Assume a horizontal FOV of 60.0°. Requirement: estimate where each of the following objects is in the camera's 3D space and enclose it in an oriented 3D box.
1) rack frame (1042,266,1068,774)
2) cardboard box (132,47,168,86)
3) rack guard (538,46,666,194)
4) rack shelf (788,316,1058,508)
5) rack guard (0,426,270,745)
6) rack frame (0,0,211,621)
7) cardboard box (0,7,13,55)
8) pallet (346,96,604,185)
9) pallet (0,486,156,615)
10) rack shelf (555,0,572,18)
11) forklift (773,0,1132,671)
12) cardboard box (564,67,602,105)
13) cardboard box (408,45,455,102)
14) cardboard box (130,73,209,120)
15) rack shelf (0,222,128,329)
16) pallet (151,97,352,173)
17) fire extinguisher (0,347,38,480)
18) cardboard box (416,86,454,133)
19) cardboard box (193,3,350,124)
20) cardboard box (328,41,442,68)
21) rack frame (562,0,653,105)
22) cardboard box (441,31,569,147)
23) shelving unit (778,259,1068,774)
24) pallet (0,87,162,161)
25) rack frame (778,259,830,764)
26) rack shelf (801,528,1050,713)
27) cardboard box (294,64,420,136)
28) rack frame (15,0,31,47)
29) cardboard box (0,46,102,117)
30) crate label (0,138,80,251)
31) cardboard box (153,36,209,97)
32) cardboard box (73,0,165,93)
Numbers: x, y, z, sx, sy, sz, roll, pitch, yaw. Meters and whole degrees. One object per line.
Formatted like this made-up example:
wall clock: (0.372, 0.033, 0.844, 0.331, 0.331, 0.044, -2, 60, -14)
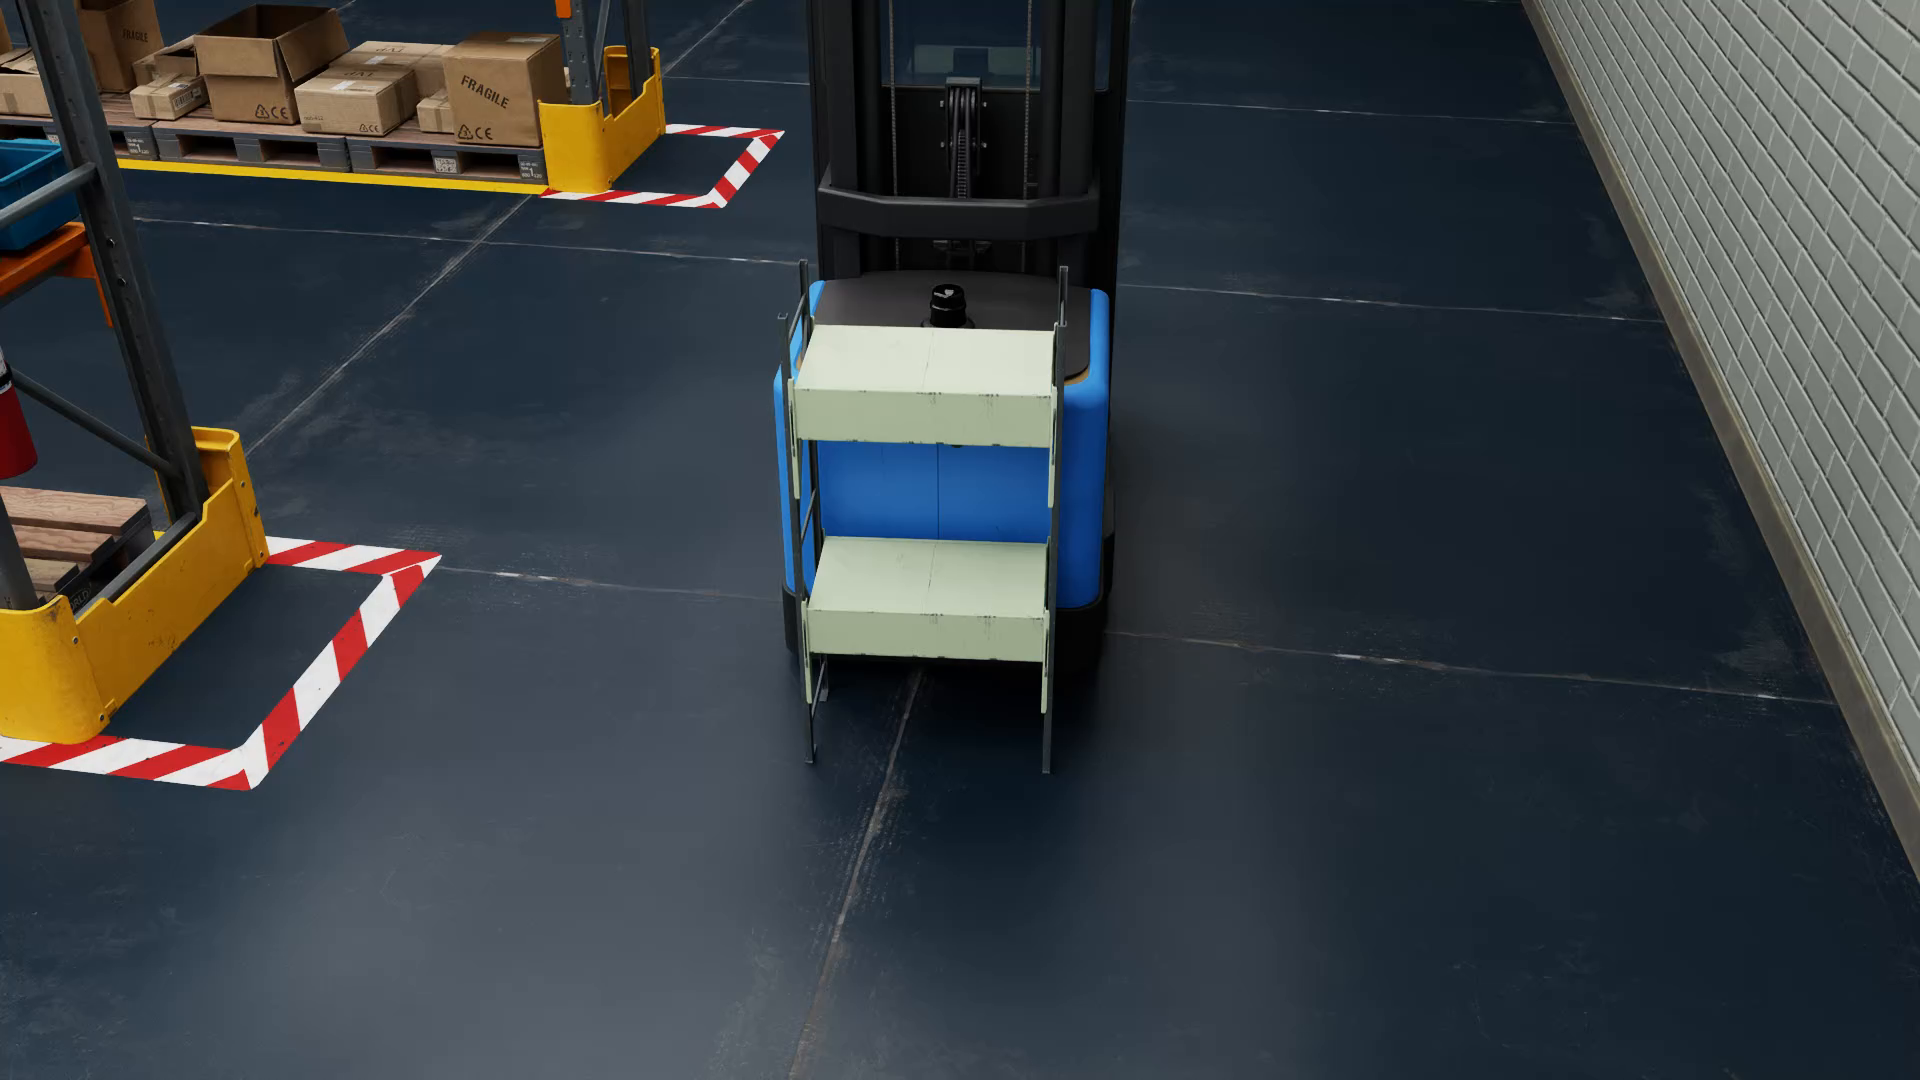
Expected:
rack frame: (0.277, -0.023, 4.874, 0.023, 1.500, 0.400, 2, 32, 3)
cardboard box: (-4.954, -2.960, 10.424, 0.250, 0.149, 0.380, 5, 32, 8)
rack guard: (-2.075, -2.477, 9.736, 0.348, 0.500, 1.175, 5, 32, 8)
rack shelf: (-0.088, -0.367, 4.687, 0.720, 0.370, 0.431, 2, 32, 3)
rack guard: (-2.811, 0.116, 5.594, 0.348, 0.500, 1.175, 5, 32, 8)
rack frame: (-2.837, -0.939, 4.924, 0.127, 3.000, 1.000, 5, 32, 8)
cardboard box: (-6.379, -3.184, 10.451, 0.500, 0.500, 0.500, 4, 32, 6)
pallet: (-2.861, -2.425, 9.925, 1.213, 0.211, 1.003, 5, 32, 8)
pallet: (-3.643, 0.149, 5.813, 1.213, 0.211, 1.003, 5, 32, 8)
rack shelf: (-3.971, -3.403, 9.538, 4.000, 0.370, 1.077, 5, 32, 8)
forklift: (0.047, -1.572, 5.999, 1.130, 2.935, 3.031, 2, 32, 4)
cardboard box: (-2.355, -2.725, 10.048, 0.250, 0.149, 0.380, 5, 32, 8)
cardboard box: (-2.981, -2.792, 10.061, 0.500, 0.250, 0.500, 5, 32, 8)
cardboard box: (-4.711, -2.650, 9.912, 0.250, 0.166, 0.380, 5, 32, 8)
rack shelf: (-4.808, -0.813, 5.400, 4.000, 0.370, 1.077, 5, 32, 8)
pallet: (-4.060, -2.535, 10.101, 1.213, 0.211, 1.003, 5, 32, 8)
fire extinguisher: (-2.765, -0.497, 4.642, 0.183, 0.674, 0.296, 5, 32, 8)
cardboard box: (-2.961, -2.518, 9.702, 0.250, 0.166, 0.380, 5, 32, 8)
cardboard box: (-4.090, -2.850, 9.914, 0.637, 0.503, 0.797, 5, 32, 8)
cardboard box: (-3.474, -2.837, 10.132, 0.500, 0.250, 0.500, 5, 32, 8)
rack frame: (-2.000, -3.530, 9.062, 0.127, 3.000, 1.000, 5, 32, 8)
cardboard box: (-2.577, -2.576, 9.480, 0.500, 0.500, 0.500, 5, 32, 8)
shelving unit: (-0.088, -0.036, 4.894, 0.755, 1.500, 0.431, 2, 32, 3)
pallet: (-5.266, -2.643, 10.273, 1.213, 0.211, 1.003, 5, 32, 8)
rack frame: (-0.453, -0.049, 4.914, 0.023, 1.500, 0.400, 2, 32, 3)
rack shelf: (-0.088, 0.240, 5.067, 0.720, 0.370, 0.431, 2, 32, 3)
cardboard box: (-3.509, -2.571, 9.707, 0.500, 0.250, 0.500, 5, 32, 8)
rack frame: (-5.943, -3.887, 9.632, 0.127, 3.000, 1.000, 5, 32, 8)
cardboard box: (-5.565, -2.783, 9.988, 0.500, 0.311, 0.500, 5, 32, 8)
crate label: (-3.025, -1.088, 5.262, 0.303, 0.233, 0.416, 5, 32, 8)
cardboard box: (-4.594, -2.964, 10.278, 0.500, 0.311, 0.500, 5, 32, 8)
cardboard box: (-5.333, -3.111, 10.335, 0.500, 0.500, 0.500, 5, 32, 8)
